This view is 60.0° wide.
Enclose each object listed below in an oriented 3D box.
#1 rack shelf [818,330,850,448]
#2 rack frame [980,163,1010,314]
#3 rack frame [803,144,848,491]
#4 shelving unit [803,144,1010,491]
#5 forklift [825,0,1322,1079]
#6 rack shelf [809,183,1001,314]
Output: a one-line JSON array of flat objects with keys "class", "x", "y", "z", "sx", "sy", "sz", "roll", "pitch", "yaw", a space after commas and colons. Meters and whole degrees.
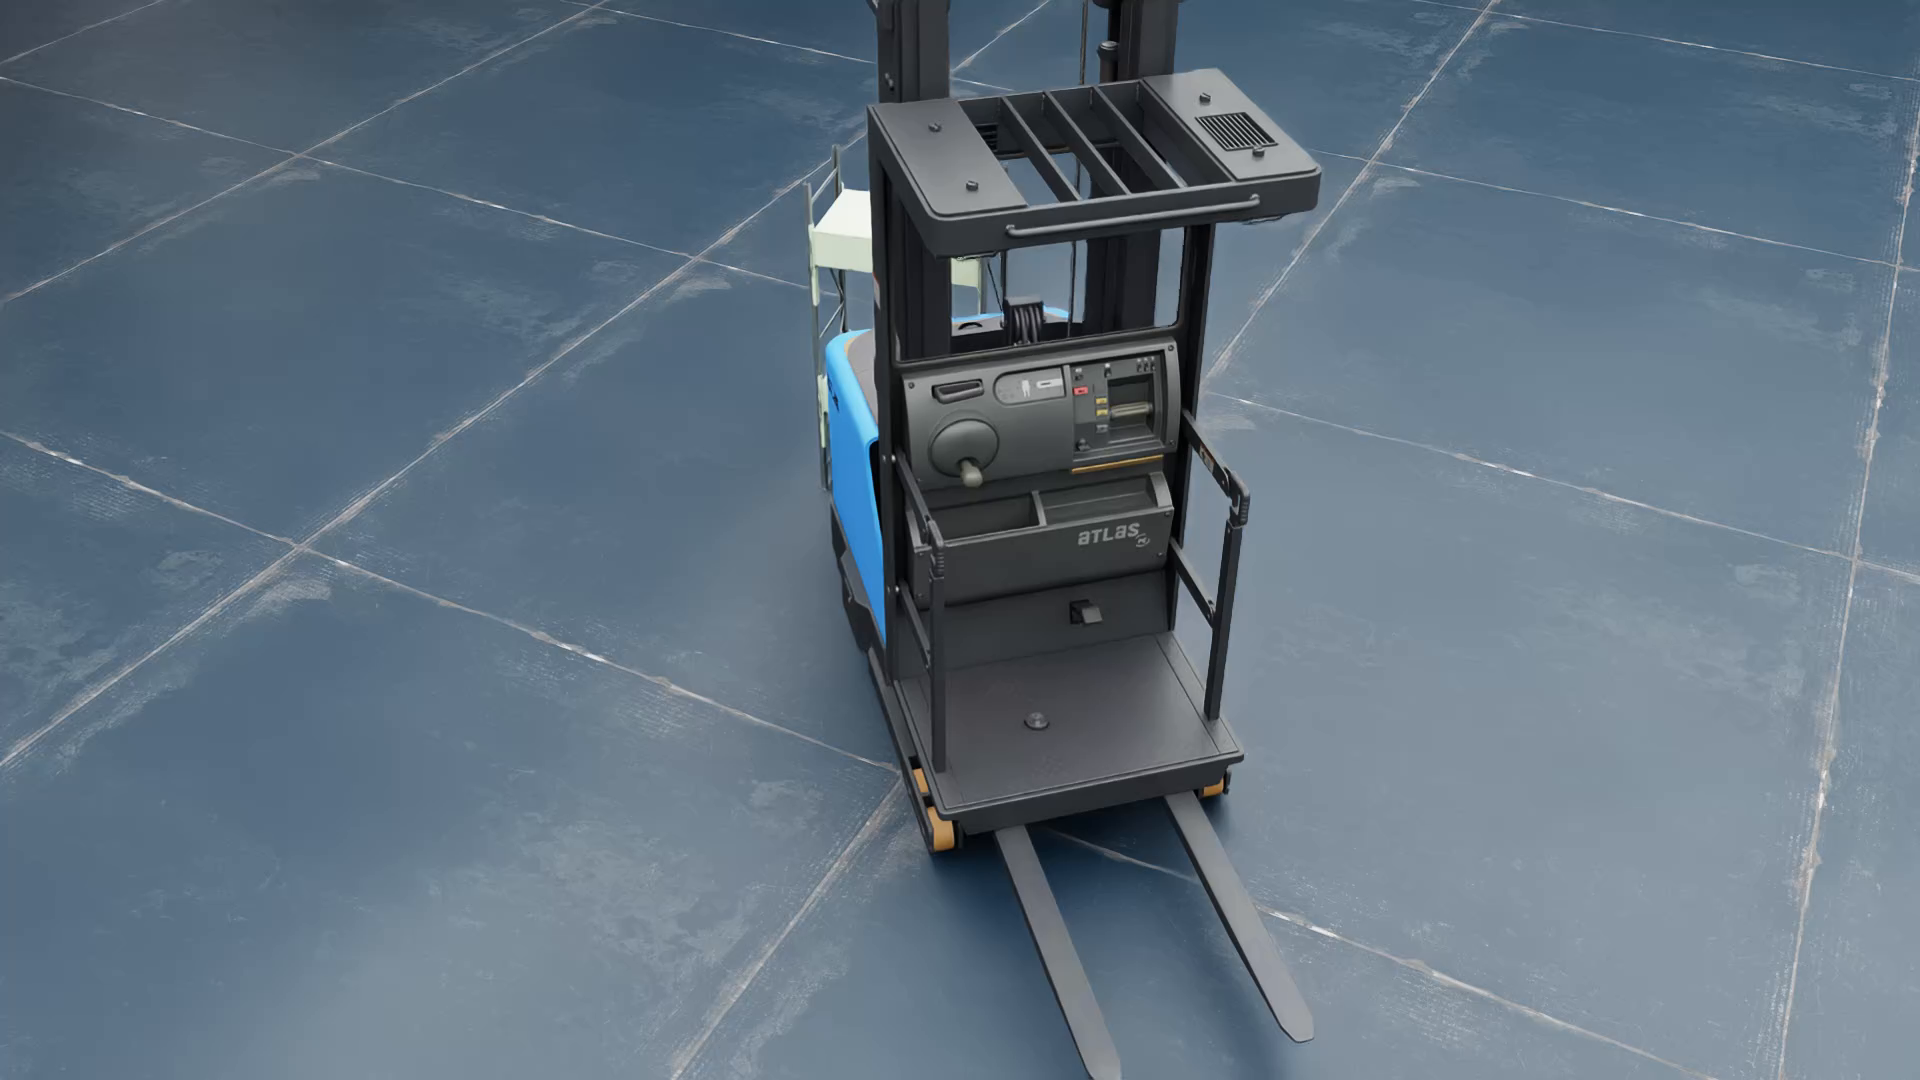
[{"class": "rack shelf", "x": -0.213, "y": -0.622, "z": 7.368, "sx": 0.720, "sy": 0.370, "sz": 0.431, "roll": 9, "pitch": 38, "yaw": 12}, {"class": "rack frame", "x": 0.141, "y": -0.824, "z": 7.095, "sx": 0.023, "sy": 1.500, "sz": 0.400, "roll": 9, "pitch": 38, "yaw": 12}, {"class": "rack frame", "x": -0.566, "y": -0.939, "z": 7.247, "sx": 0.023, "sy": 1.500, "sz": 0.400, "roll": 9, "pitch": 38, "yaw": 12}, {"class": "shelving unit", "x": -0.213, "y": -0.882, "z": 7.171, "sx": 0.755, "sy": 1.500, "sz": 0.431, "roll": 9, "pitch": 38, "yaw": 12}, {"class": "forklift", "x": 0.334, "y": -0.342, "z": 5.276, "sx": 1.130, "sy": 2.935, "sz": 3.031, "roll": -9, "pitch": 38, "yaw": -12}, {"class": "rack shelf", "x": -0.213, "y": -1.192, "z": 6.935, "sx": 0.720, "sy": 0.370, "sz": 0.431, "roll": 9, "pitch": 38, "yaw": 12}]
